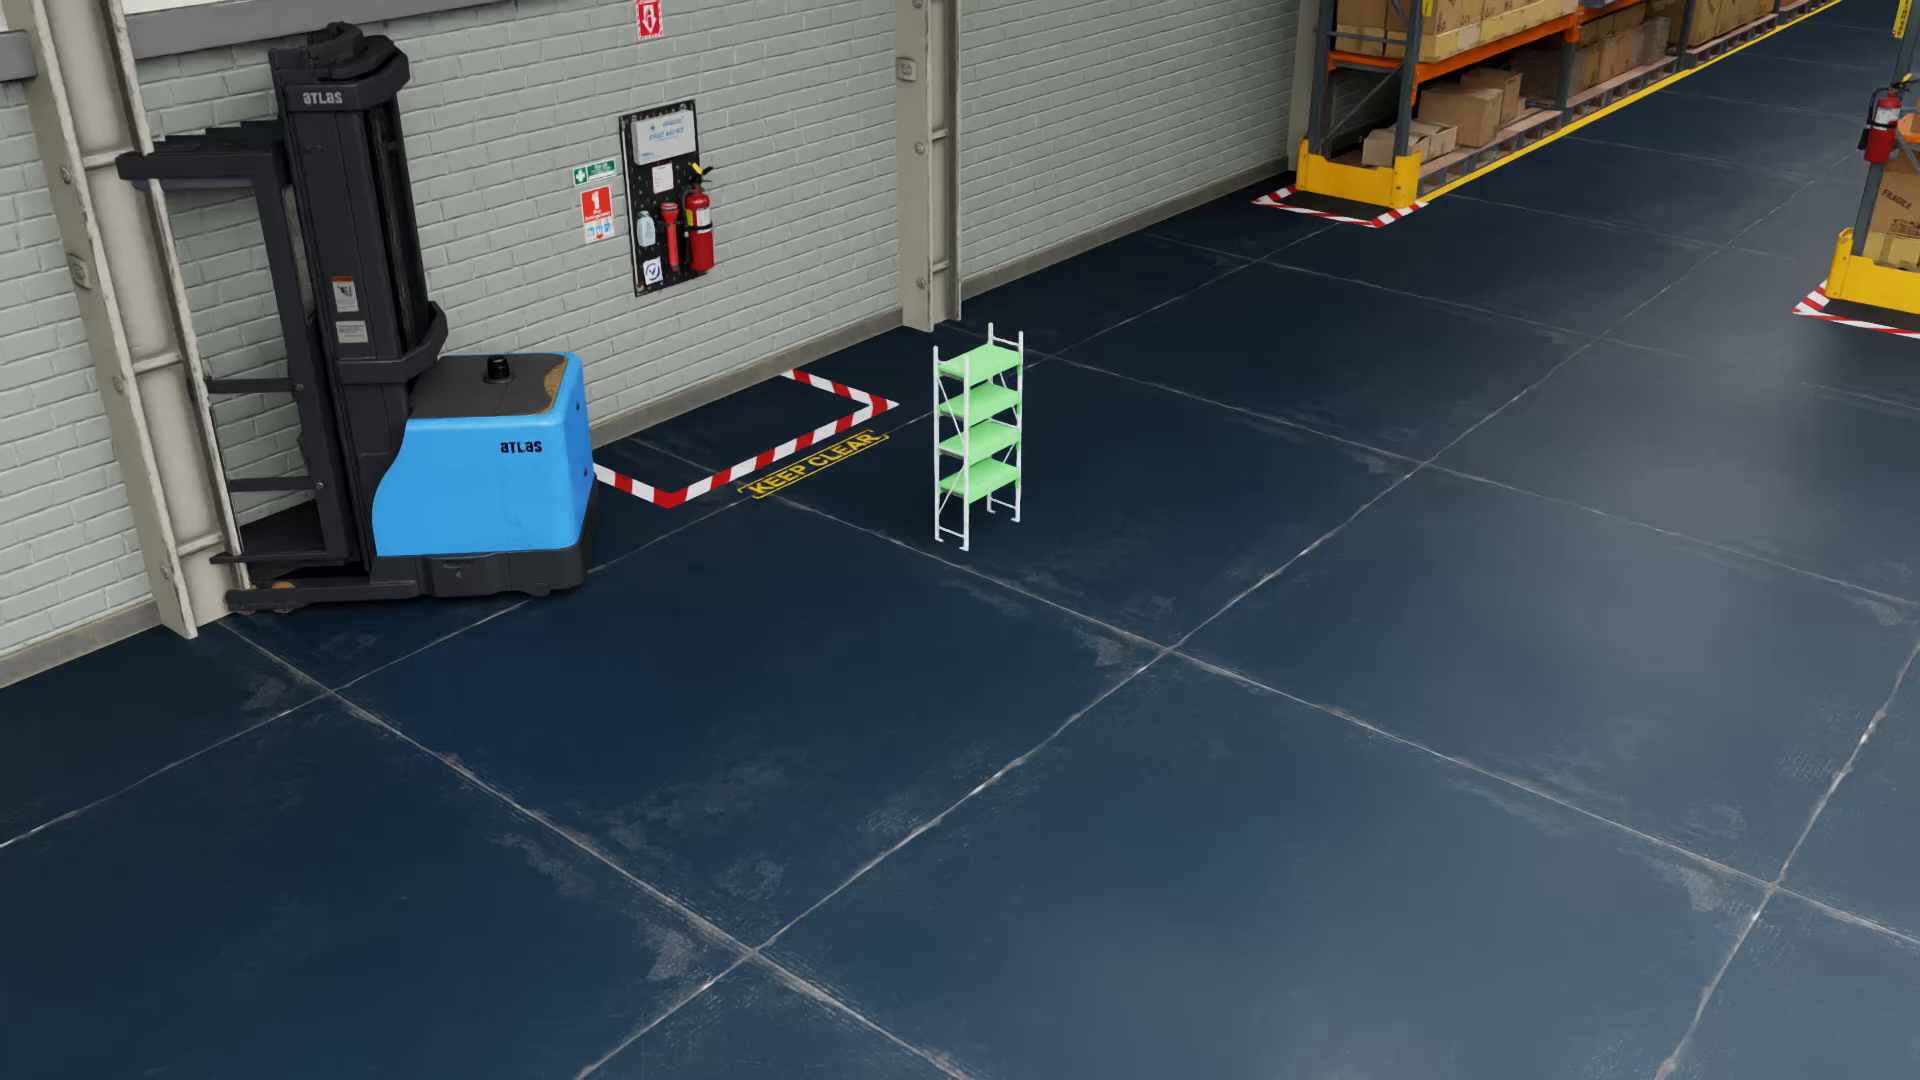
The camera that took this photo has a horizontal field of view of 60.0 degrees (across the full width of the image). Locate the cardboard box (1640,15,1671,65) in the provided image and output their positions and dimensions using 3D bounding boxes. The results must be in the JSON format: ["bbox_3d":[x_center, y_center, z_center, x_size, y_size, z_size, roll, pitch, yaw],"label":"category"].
[{"bbox_3d":[8.479,-6.327,20.958,0.700,0.500,0.500,21,34,35],"label":"cardboard box"}]

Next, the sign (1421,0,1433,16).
[{"bbox_3d":[4.227,-4.902,15.019,0.100,0.325,0.005,21,34,34],"label":"sign"}]

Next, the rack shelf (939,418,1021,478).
[{"bbox_3d":[0.105,-0.535,9.617,0.258,0.148,0.480,21,34,34],"label":"rack shelf"}]

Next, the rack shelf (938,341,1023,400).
[{"bbox_3d":[0.105,-0.961,9.397,0.258,0.148,0.480,21,34,34],"label":"rack shelf"}]

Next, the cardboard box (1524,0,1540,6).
[{"bbox_3d":[5.649,-5.758,16.940,0.500,0.500,0.500,20,33,33],"label":"cardboard box"}]

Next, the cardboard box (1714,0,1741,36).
[{"bbox_3d":[10.028,-7.275,22.431,0.750,0.750,0.750,21,34,34],"label":"cardboard box"}]

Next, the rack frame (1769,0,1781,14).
[{"bbox_3d":[11.441,-8.931,23.749,1.000,3.000,0.127,21,34,34],"label":"rack frame"}]

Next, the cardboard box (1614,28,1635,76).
[{"bbox_3d":[7.768,-5.994,20.314,0.700,0.500,0.500,21,34,34],"label":"cardboard box"}]

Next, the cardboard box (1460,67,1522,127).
[{"bbox_3d":[5.724,-4.800,18.005,0.500,0.500,0.500,18,32,31],"label":"cardboard box"}]

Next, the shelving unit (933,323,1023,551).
[{"bbox_3d":[0.105,-0.592,9.588,0.258,1.200,0.503,21,34,34],"label":"shelving unit"}]

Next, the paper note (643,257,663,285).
[{"bbox_3d":[-1.997,-1.751,10.829,0.016,0.148,0.142,21,34,34],"label":"paper note"}]

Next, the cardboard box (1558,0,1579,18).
[{"bbox_3d":[6.285,-5.780,17.800,0.500,0.250,0.500,21,34,35],"label":"cardboard box"}]

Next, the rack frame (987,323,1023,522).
[{"bbox_3d":[0.261,-0.678,9.755,0.240,1.200,0.015,21,34,34],"label":"rack frame"}]

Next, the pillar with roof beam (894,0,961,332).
[{"bbox_3d":[3.092,-4.456,8.570,9.100,9.000,0.400,21,34,34],"label":"pillar with roof beam"}]

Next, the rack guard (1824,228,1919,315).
[{"bbox_3d":[7.618,-2.111,13.286,1.175,0.500,0.348,21,34,34],"label":"rack guard"}]

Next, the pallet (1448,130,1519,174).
[{"bbox_3d":[5.177,-4.173,17.586,1.003,0.211,1.213,21,34,34],"label":"pallet"}]

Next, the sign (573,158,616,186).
[{"bbox_3d":[-2.253,-2.269,10.256,0.001,0.109,0.331,21,34,34],"label":"sign"}]

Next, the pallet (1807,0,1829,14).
[{"bbox_3d":[12.761,-8.373,25.706,1.003,0.211,1.213,21,34,34],"label":"pallet"}]

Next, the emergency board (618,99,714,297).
[{"bbox_3d":[-1.831,-2.185,10.709,0.194,1.169,0.643,21,34,34],"label":"emergency board"}]

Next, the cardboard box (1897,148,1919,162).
[{"bbox_3d":[8.370,-3.164,14.321,0.500,0.500,0.500,21,34,34],"label":"cardboard box"}]

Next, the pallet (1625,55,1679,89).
[{"bbox_3d":[8.399,-5.997,21.113,1.003,0.211,1.213,21,34,34],"label":"pallet"}]

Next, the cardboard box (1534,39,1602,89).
[{"bbox_3d":[7.098,-5.643,19.635,0.700,0.500,0.500,20,33,33],"label":"cardboard box"}]

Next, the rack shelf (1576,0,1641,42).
[{"bbox_3d":[7.625,-6.484,19.802,1.077,0.370,4.000,21,34,34],"label":"rack shelf"}]

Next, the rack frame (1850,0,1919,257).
[{"bbox_3d":[7.633,-3.230,12.728,1.000,3.000,0.127,21,34,34],"label":"rack frame"}]

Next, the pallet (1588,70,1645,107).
[{"bbox_3d":[7.623,-5.567,20.281,1.003,0.211,1.213,21,34,34],"label":"pallet"}]

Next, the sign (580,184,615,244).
[{"bbox_3d":[-2.263,-2.035,10.380,0.001,0.329,0.234,21,34,34],"label":"sign"}]

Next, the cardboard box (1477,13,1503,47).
[{"bbox_3d":[5.012,-5.066,16.419,0.500,0.250,0.500,20,34,34],"label":"cardboard box"}]

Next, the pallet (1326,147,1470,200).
[{"bbox_3d":[4.401,-3.742,16.754,1.003,0.211,1.213,21,34,34],"label":"pallet"}]

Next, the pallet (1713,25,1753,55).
[{"bbox_3d":[10.233,-6.962,22.978,1.003,0.211,1.213,21,34,34],"label":"pallet"}]

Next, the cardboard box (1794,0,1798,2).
[{"bbox_3d":[12.318,-8.419,25.024,0.700,0.500,0.500,20,34,34],"label":"cardboard box"}]

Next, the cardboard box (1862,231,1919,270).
[{"bbox_3d":[7.747,-2.471,13.798,0.500,0.250,0.500,21,34,34],"label":"cardboard box"}]

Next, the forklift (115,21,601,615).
[{"bbox_3d":[-3.616,-1.154,8.790,3.031,2.935,1.130,-2,27,-5],"label":"forklift"}]

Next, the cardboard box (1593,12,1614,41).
[{"bbox_3d":[7.414,-6.121,19.743,0.500,0.250,0.500,20,33,33],"label":"cardboard box"}]

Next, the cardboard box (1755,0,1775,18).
[{"bbox_3d":[11.128,-7.894,23.627,0.750,0.750,0.750,21,34,35],"label":"cardboard box"}]

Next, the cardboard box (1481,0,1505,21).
[{"bbox_3d":[5.000,-5.387,16.223,0.500,0.500,0.500,19,33,33],"label":"cardboard box"}]

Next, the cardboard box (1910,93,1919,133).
[{"bbox_3d":[7.940,-3.436,13.018,0.700,0.500,0.500,21,34,34],"label":"cardboard box"}]

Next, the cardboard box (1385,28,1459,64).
[{"bbox_3d":[4.364,-4.699,15.709,0.500,0.250,0.500,20,33,33],"label":"cardboard box"}]

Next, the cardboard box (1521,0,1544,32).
[{"bbox_3d":[5.654,-5.423,17.110,0.500,0.250,0.500,21,34,34],"label":"cardboard box"}]

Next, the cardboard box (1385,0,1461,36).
[{"bbox_3d":[4.344,-5.033,15.539,0.500,0.500,0.500,21,34,34],"label":"cardboard box"}]

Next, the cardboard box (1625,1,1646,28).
[{"bbox_3d":[8.068,-6.476,20.430,0.500,0.250,0.500,21,34,35],"label":"cardboard box"}]

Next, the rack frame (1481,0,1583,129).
[{"bbox_3d":[6.353,-6.094,18.266,1.000,3.000,0.127,21,34,34],"label":"rack frame"}]

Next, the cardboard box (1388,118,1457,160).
[{"bbox_3d":[4.681,-4.098,16.855,0.500,0.311,0.500,24,36,38],"label":"cardboard box"}]

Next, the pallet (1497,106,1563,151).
[{"bbox_3d":[5.953,-4.607,18.426,1.003,0.211,1.213,21,34,34],"label":"pallet"}]
